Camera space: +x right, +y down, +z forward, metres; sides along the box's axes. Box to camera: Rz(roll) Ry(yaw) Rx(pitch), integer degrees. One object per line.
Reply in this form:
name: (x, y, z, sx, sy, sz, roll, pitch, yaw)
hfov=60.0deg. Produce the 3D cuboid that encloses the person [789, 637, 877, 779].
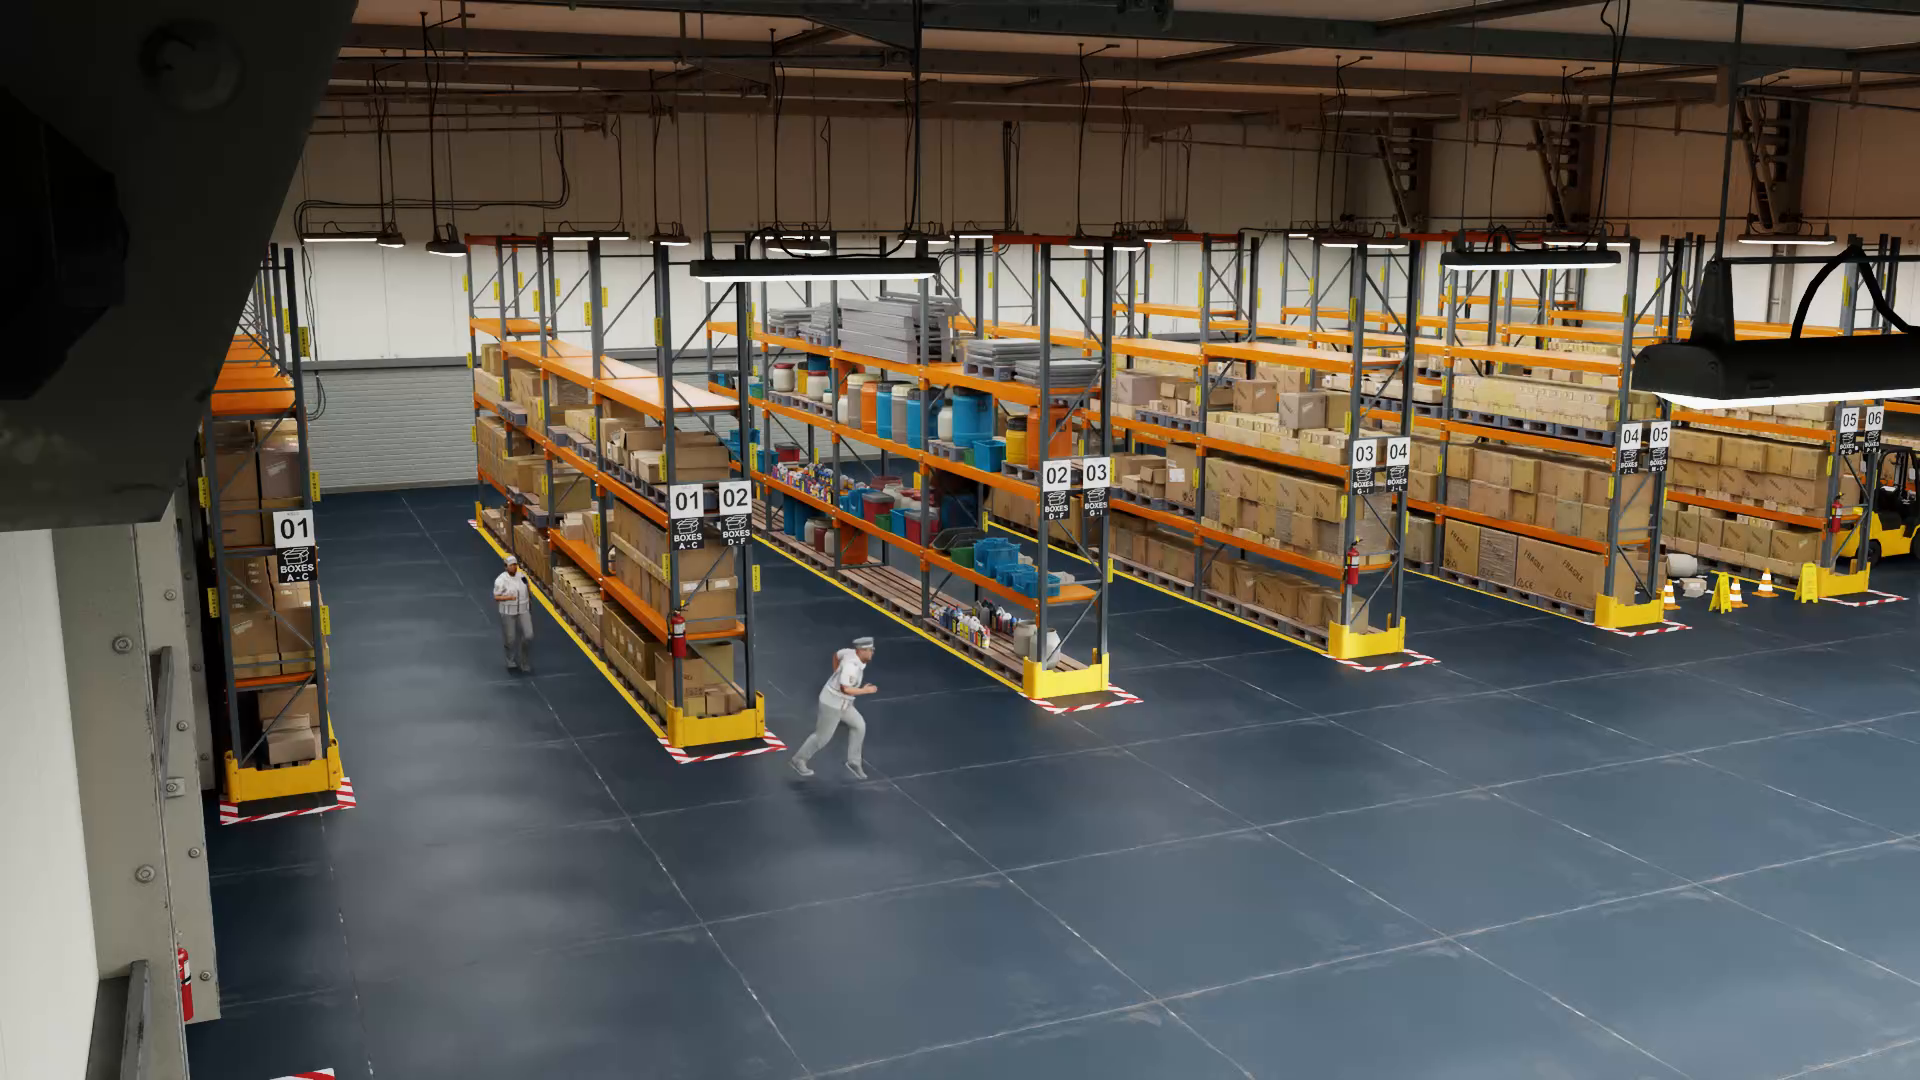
person: (-1.447, 1.938, 18.966, 1.023, 1.718, 0.705, 0, 11, 1)

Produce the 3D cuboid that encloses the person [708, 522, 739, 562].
person: (-3.974, -0.071, 28.711, 0.620, 1.736, 0.813, -8, 14, -35)

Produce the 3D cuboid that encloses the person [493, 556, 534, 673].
person: (-6.246, 1.057, 23.385, 0.586, 1.695, 0.661, -7, 13, -32)
